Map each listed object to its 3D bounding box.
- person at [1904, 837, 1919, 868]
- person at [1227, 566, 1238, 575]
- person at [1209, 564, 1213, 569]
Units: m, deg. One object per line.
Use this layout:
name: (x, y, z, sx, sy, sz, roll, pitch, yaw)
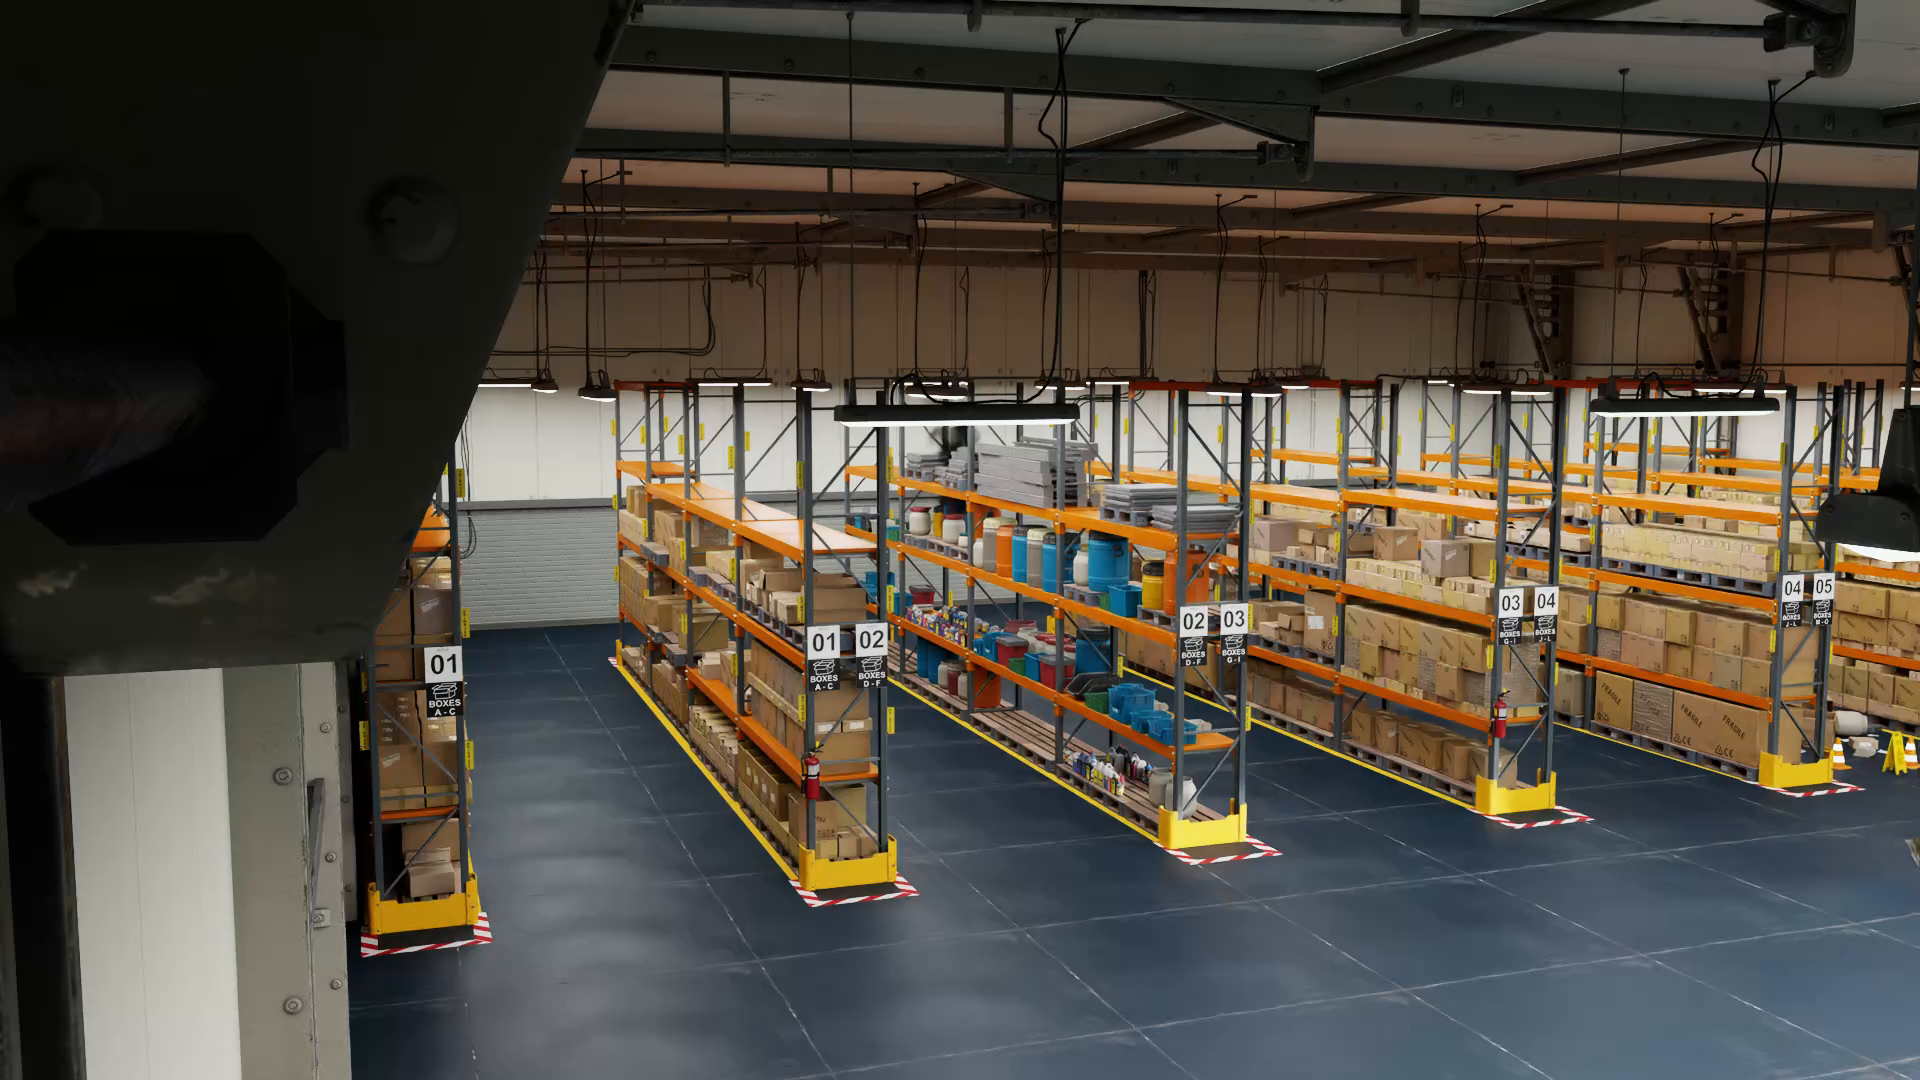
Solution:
person: (11.979, 3.329, 20.356, 0.653, 1.739, 0.712, 2, 6, 18)
person: (6.637, 1.132, 40.918, 0.783, 1.806, 0.720, -4, 7, -35)
person: (5.826, 1.171, 40.782, 0.887, 1.715, 0.793, -2, 6, -20)
